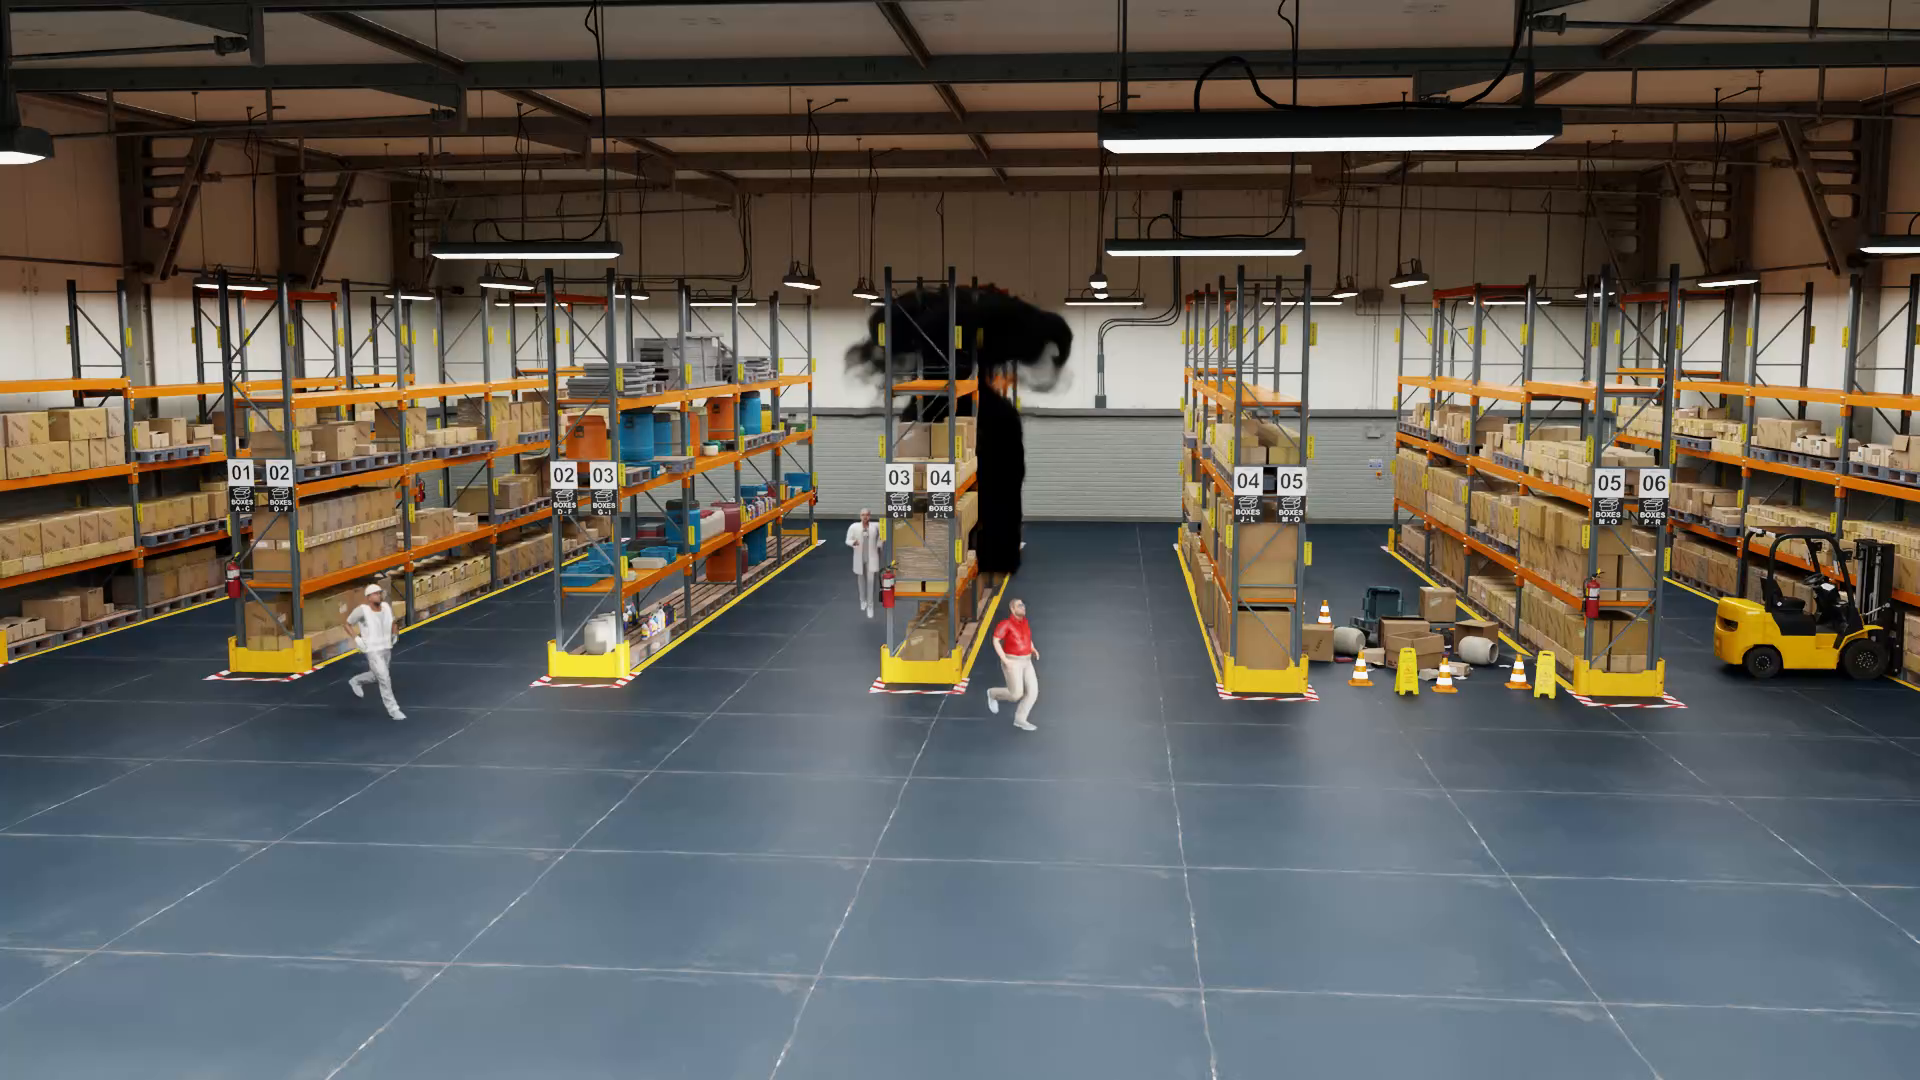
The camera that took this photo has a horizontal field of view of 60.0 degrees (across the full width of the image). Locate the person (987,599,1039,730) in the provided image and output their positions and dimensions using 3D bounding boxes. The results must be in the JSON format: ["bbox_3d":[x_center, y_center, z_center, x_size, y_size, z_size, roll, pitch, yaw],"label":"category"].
[{"bbox_3d":[0.697,1.588,21.431,0.659,1.686,0.683,7,10,44],"label":"person"}]

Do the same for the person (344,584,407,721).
[{"bbox_3d":[-7.761,1.464,22.104,1.142,1.773,0.650,4,8,27],"label":"person"}]

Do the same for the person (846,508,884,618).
[{"bbox_3d":[-1.622,0.365,28.500,0.654,1.844,0.909,0,7,2],"label":"person"}]
